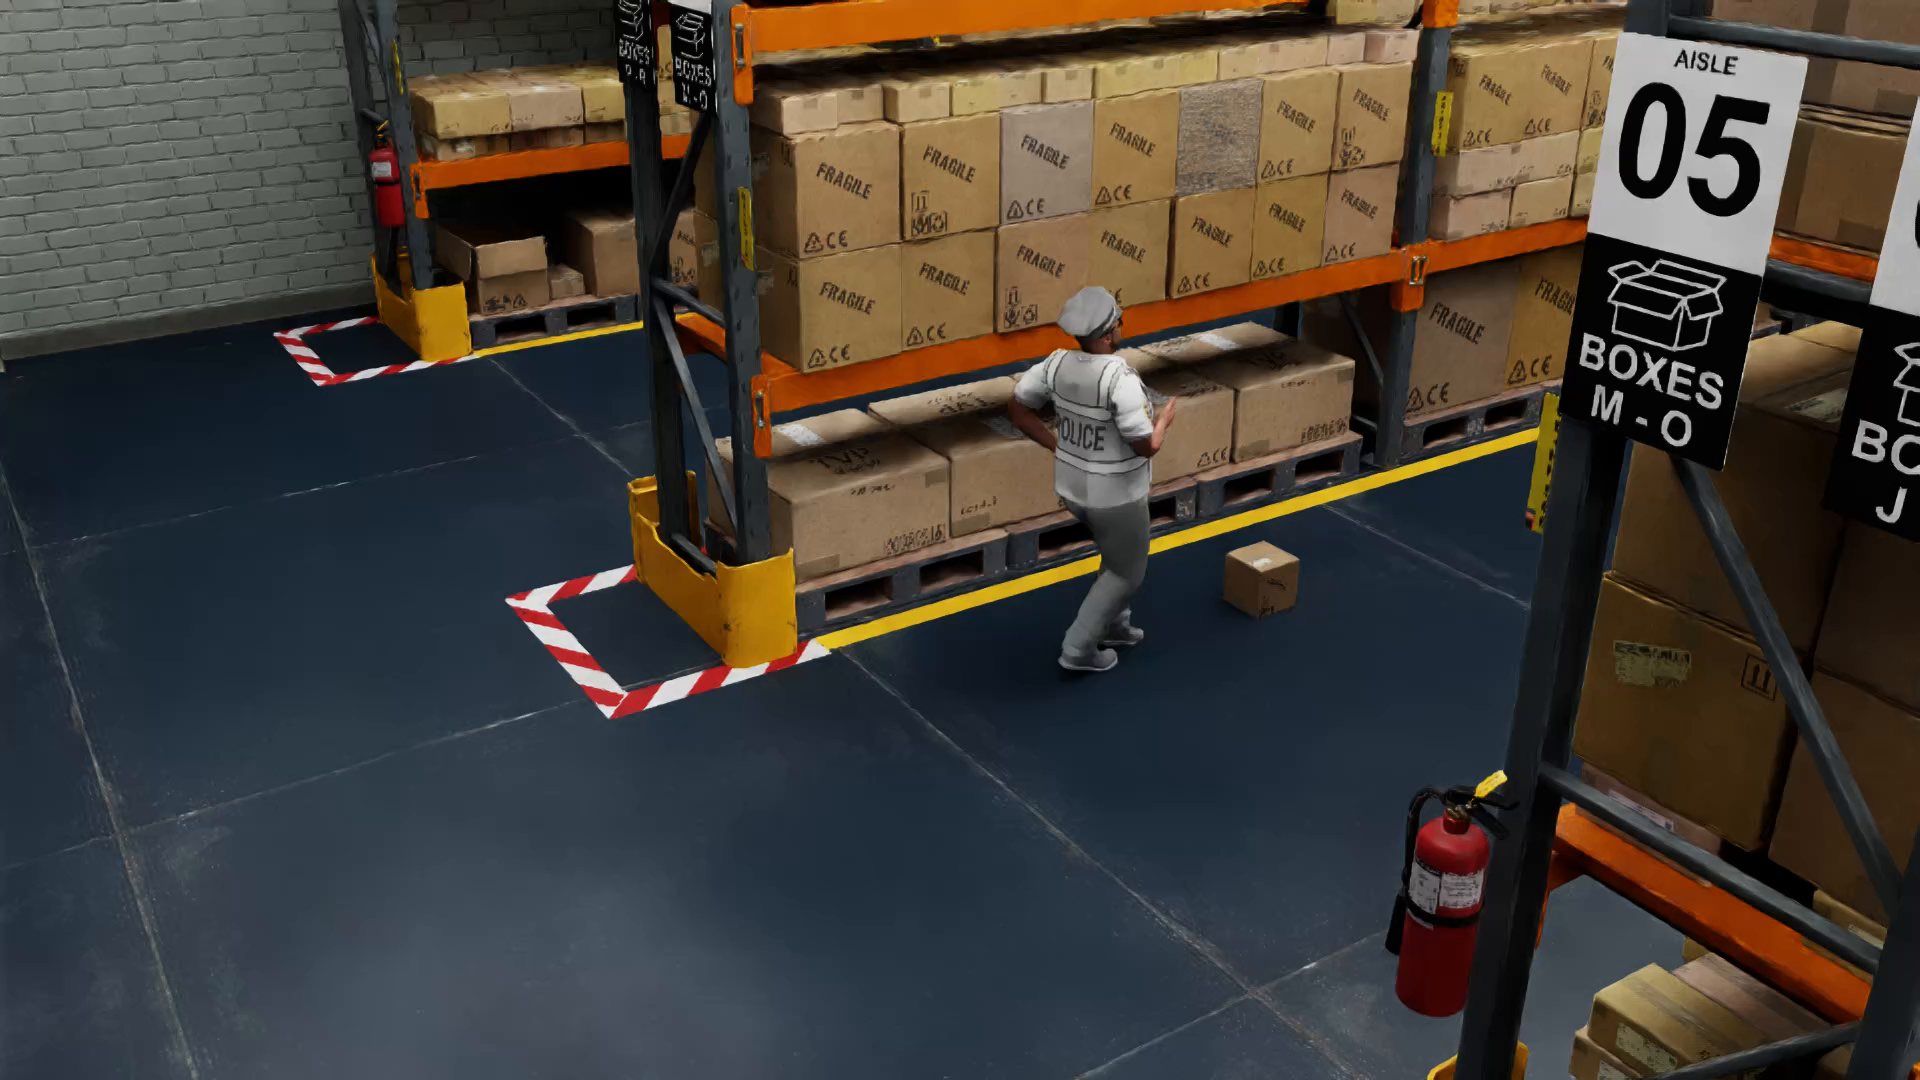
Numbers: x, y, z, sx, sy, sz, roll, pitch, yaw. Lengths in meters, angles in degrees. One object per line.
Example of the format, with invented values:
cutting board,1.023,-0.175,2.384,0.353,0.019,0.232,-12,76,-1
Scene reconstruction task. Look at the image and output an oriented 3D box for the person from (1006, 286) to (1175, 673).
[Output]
person,0.636,-0.230,7.119,0.686,1.794,0.640,-15,29,-29
